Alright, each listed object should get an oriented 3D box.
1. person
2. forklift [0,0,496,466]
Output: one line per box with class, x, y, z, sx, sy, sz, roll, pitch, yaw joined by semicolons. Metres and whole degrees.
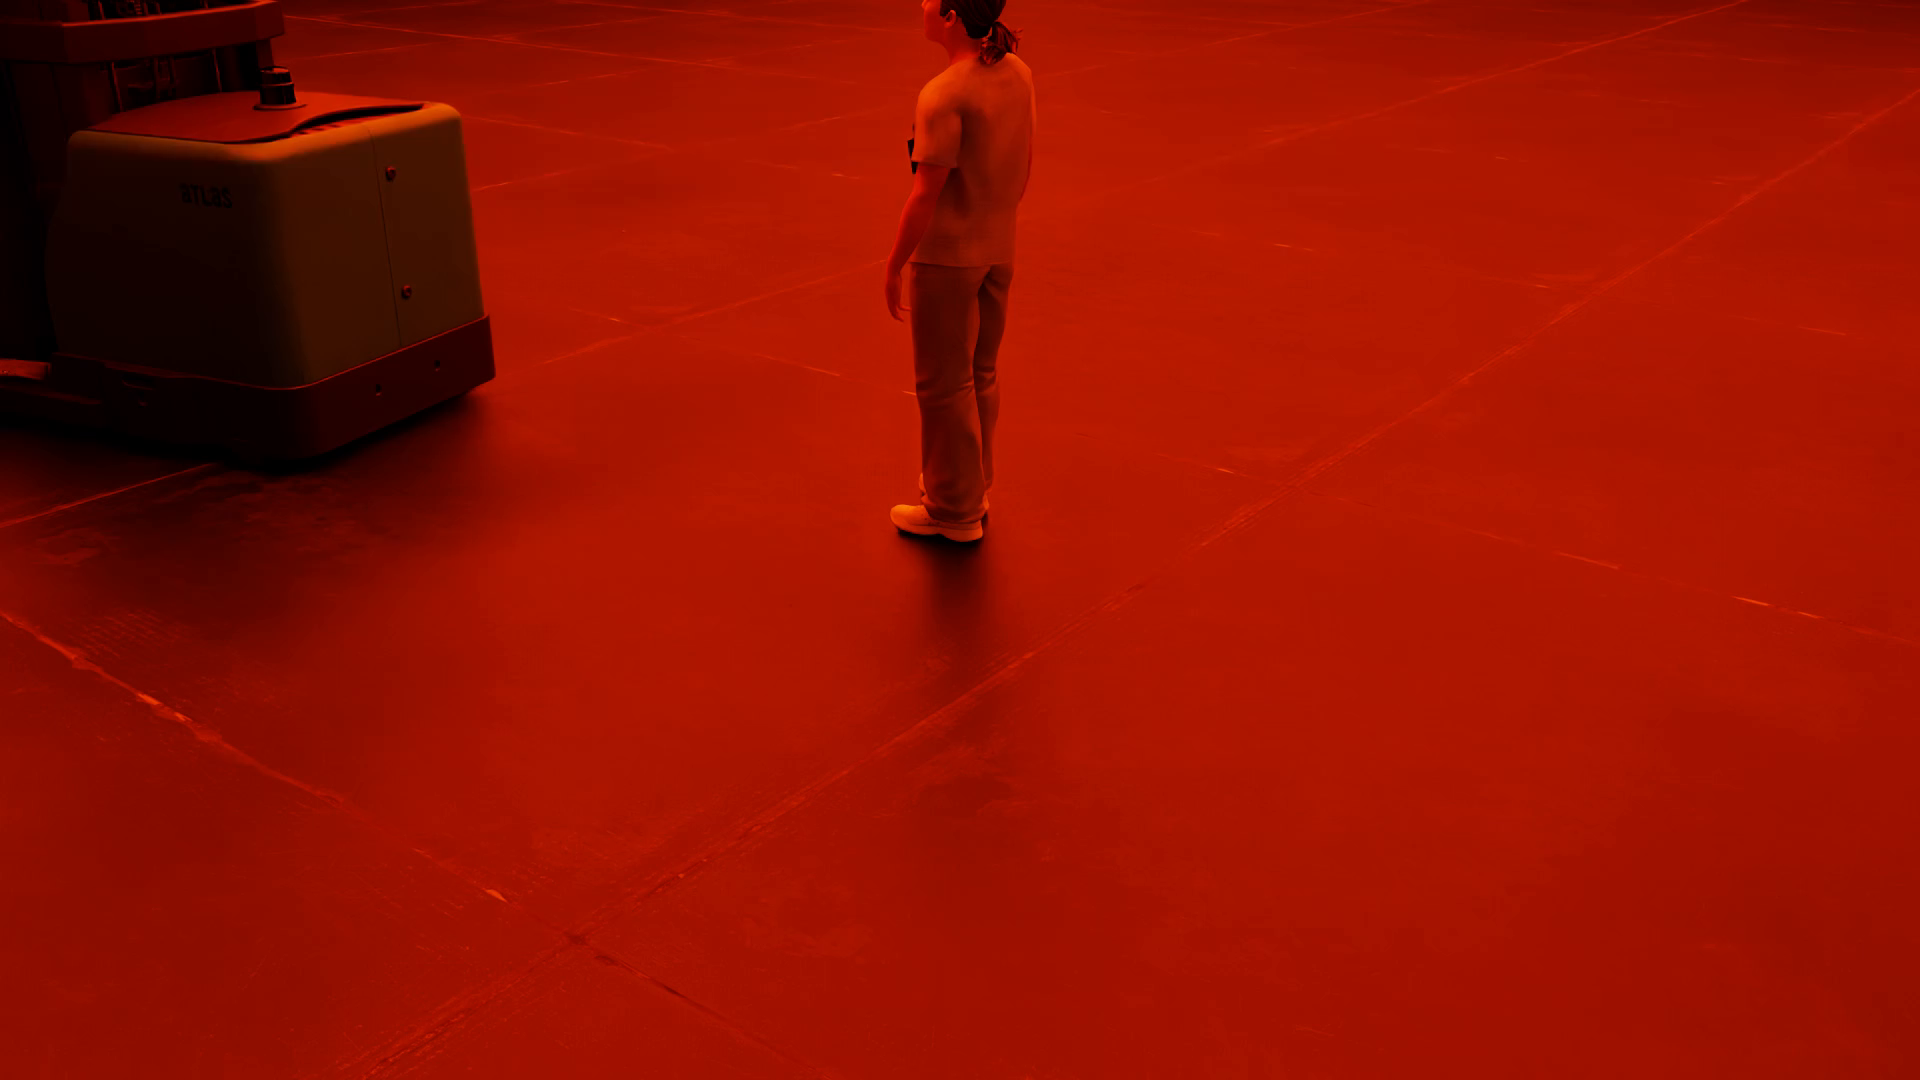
person;-0.050;-0.798;4.729;0.548;1.673;0.549;17;29;34
forklift;-3.307;-1.966;5.864;3.031;2.935;1.130;10;25;22
